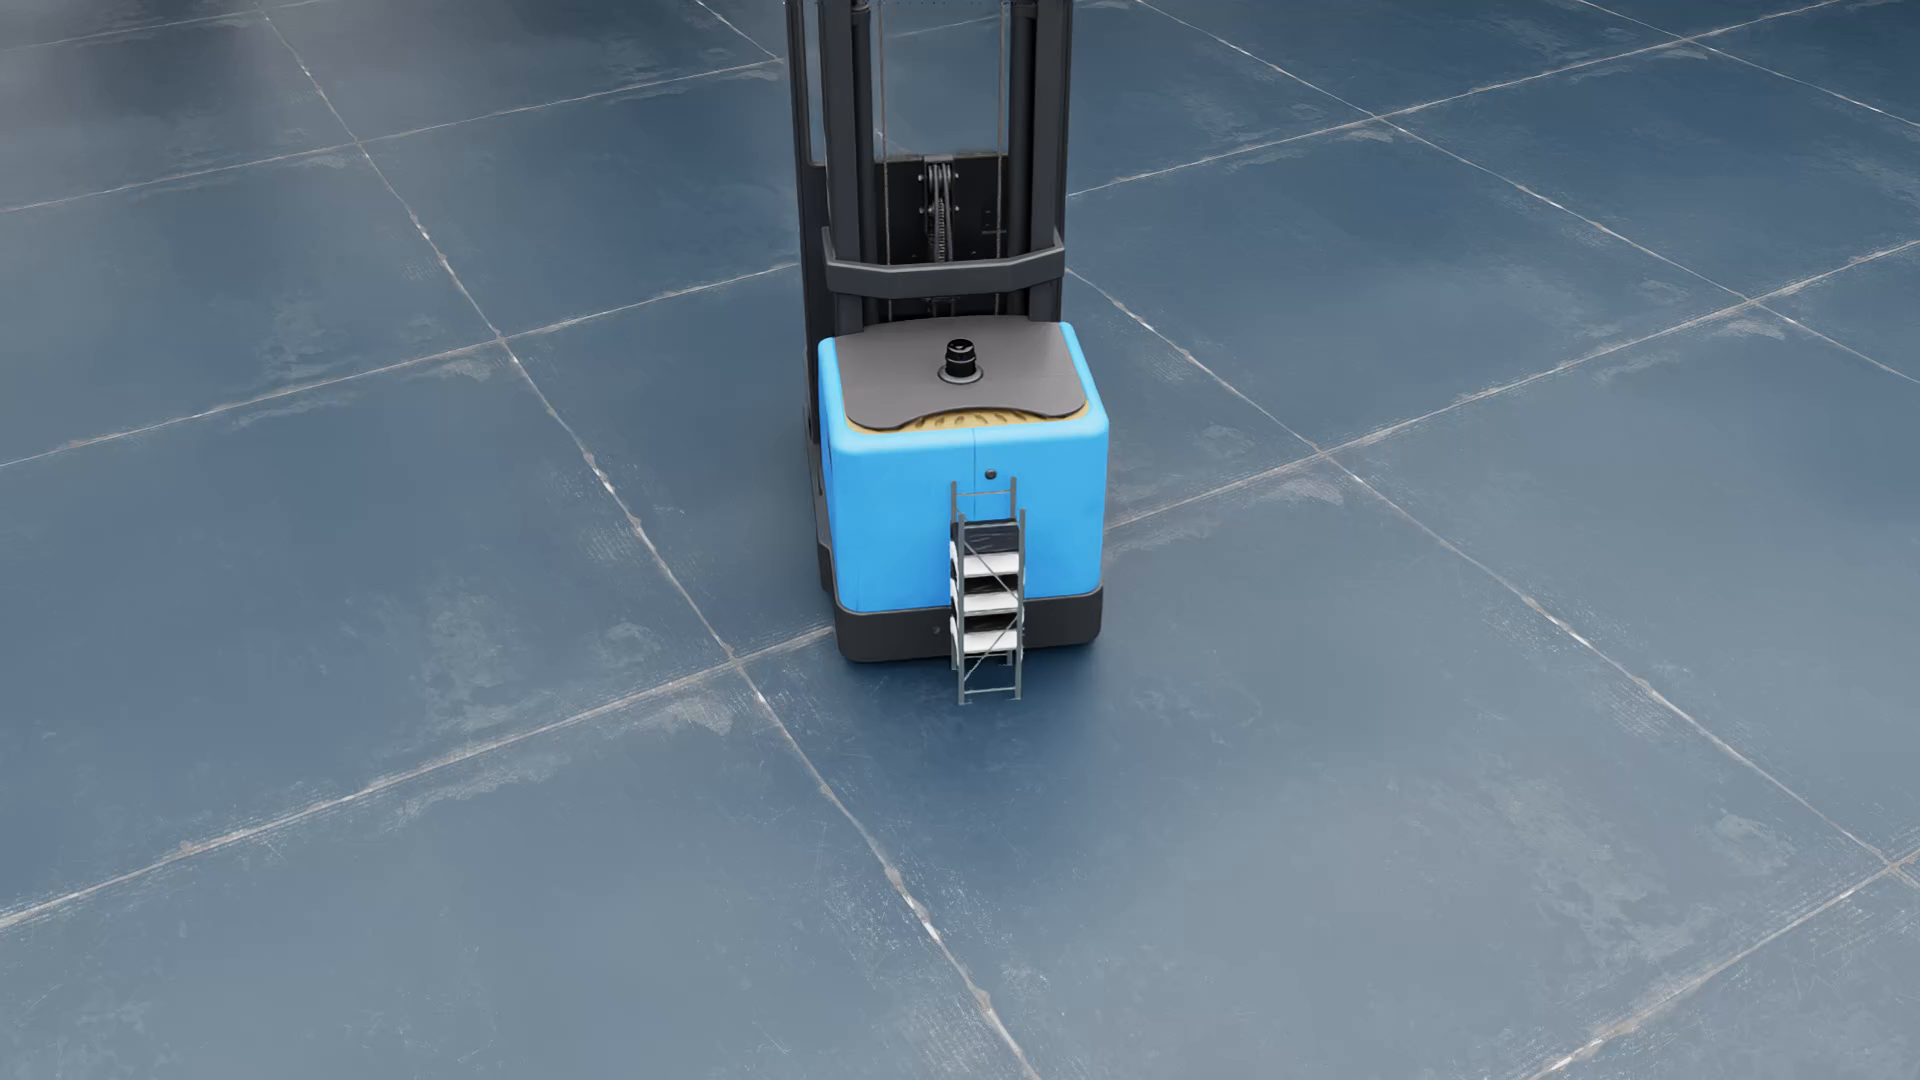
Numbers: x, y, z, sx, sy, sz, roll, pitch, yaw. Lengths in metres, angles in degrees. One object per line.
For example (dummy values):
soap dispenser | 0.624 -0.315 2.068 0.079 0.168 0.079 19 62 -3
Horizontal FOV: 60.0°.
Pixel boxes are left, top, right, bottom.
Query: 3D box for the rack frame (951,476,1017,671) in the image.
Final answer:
rack frame | 0.086 0.142 6.293 0.240 0.900 0.006 -5 36 -6

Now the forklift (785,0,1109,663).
forklift | -0.148 -1.567 6.910 1.130 2.935 3.031 -5 36 -6

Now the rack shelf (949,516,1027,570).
rack shelf | 0.100 0.010 6.072 0.258 0.077 0.200 -5 36 -6

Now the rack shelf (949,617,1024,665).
rack shelf | 0.100 0.374 6.337 0.258 0.077 0.200 -5 36 -6

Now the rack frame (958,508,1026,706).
rack frame | 0.114 0.261 6.130 0.240 0.900 0.006 -5 36 -6

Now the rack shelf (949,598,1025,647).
rack shelf | 0.100 0.301 6.284 0.258 0.077 0.200 -5 36 -6

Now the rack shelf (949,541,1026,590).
rack shelf | 0.100 0.083 6.125 0.258 0.077 0.200 -5 36 -6

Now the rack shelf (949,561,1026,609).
rack shelf | 0.100 0.156 6.178 0.258 0.077 0.200 -5 36 -6

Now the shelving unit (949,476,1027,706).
shelving unit | 0.100 0.201 6.211 0.258 0.900 0.210 -5 36 -6

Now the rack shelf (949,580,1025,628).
rack shelf | 0.100 0.228 6.231 0.258 0.077 0.200 -5 36 -6
